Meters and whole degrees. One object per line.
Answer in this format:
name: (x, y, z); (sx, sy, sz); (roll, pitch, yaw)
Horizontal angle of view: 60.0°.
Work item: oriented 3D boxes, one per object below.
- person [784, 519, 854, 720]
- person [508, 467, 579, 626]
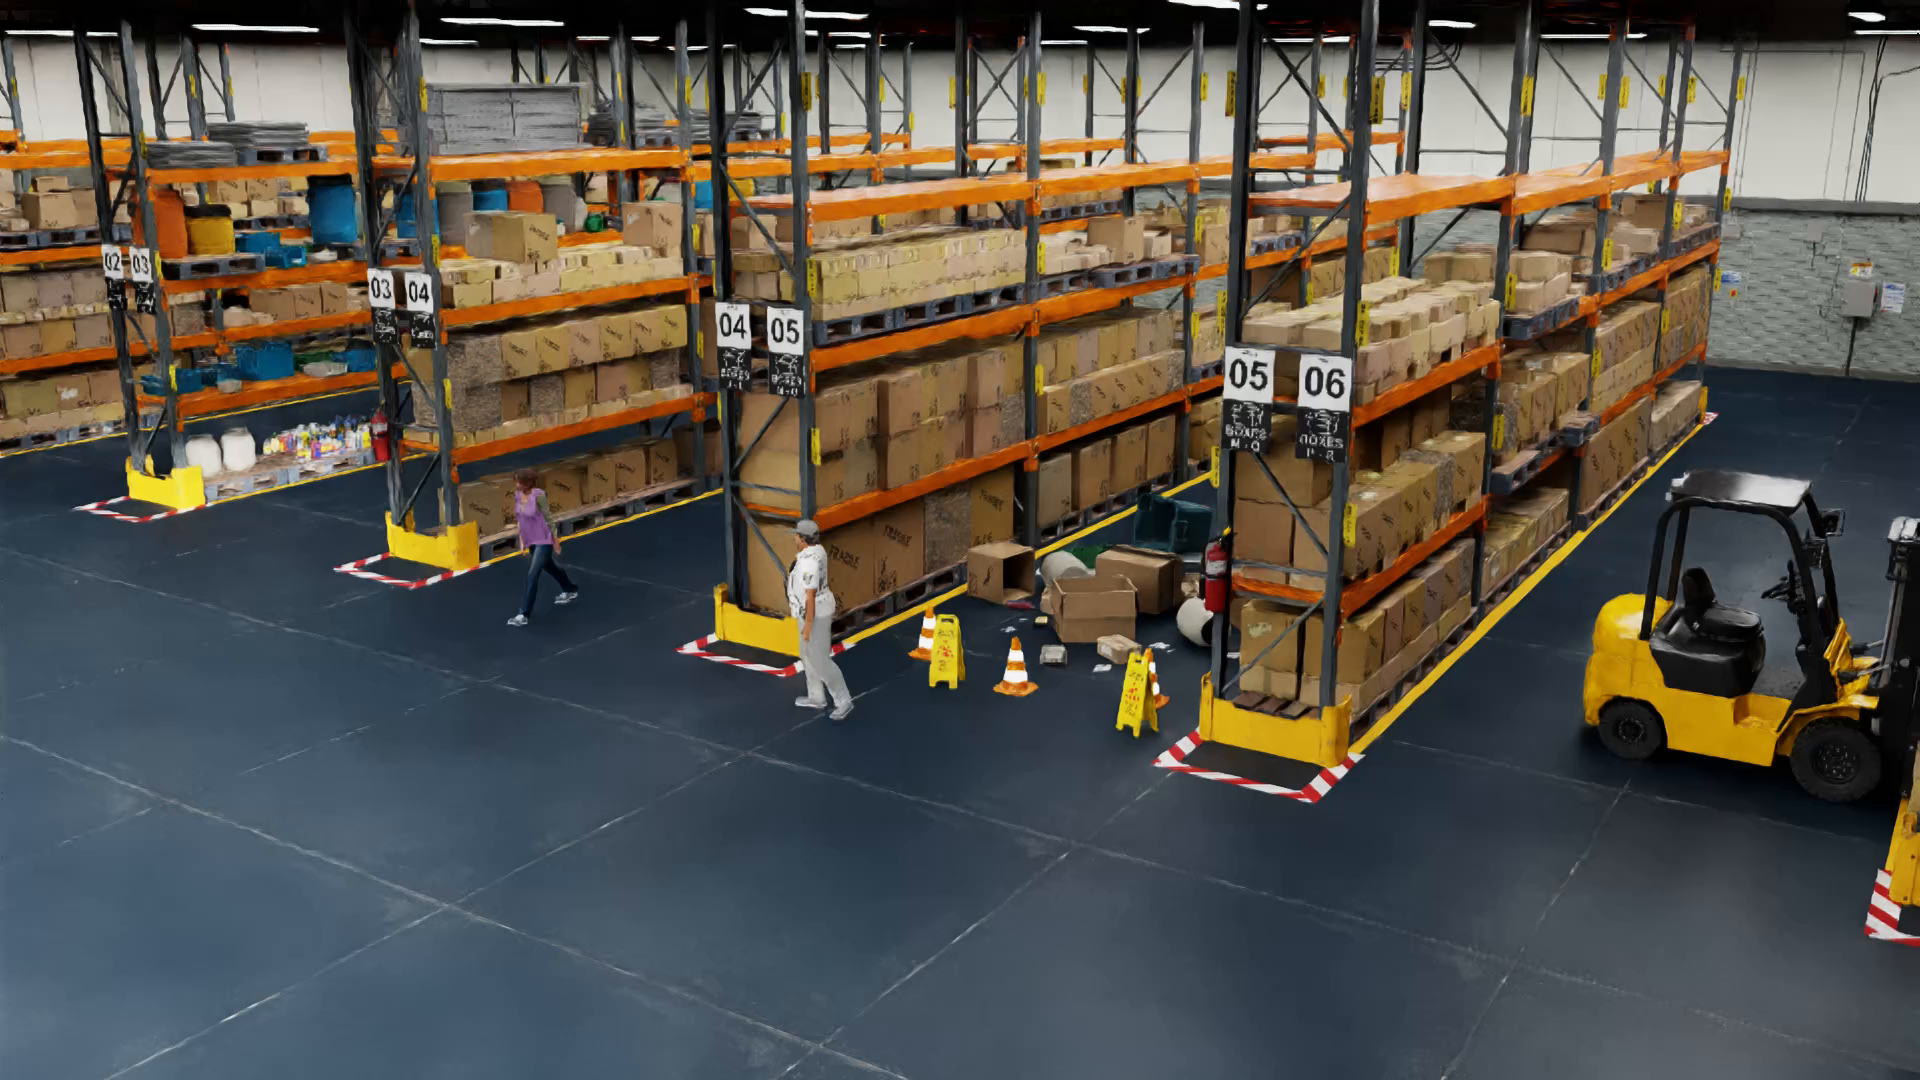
person: (-1.165, 0.644, 13.862); (0.558, 1.655, 0.597); (1, 16, 4)
person: (-4.165, 0.019, 16.319); (0.417, 1.491, 1.037); (11, 19, 34)
